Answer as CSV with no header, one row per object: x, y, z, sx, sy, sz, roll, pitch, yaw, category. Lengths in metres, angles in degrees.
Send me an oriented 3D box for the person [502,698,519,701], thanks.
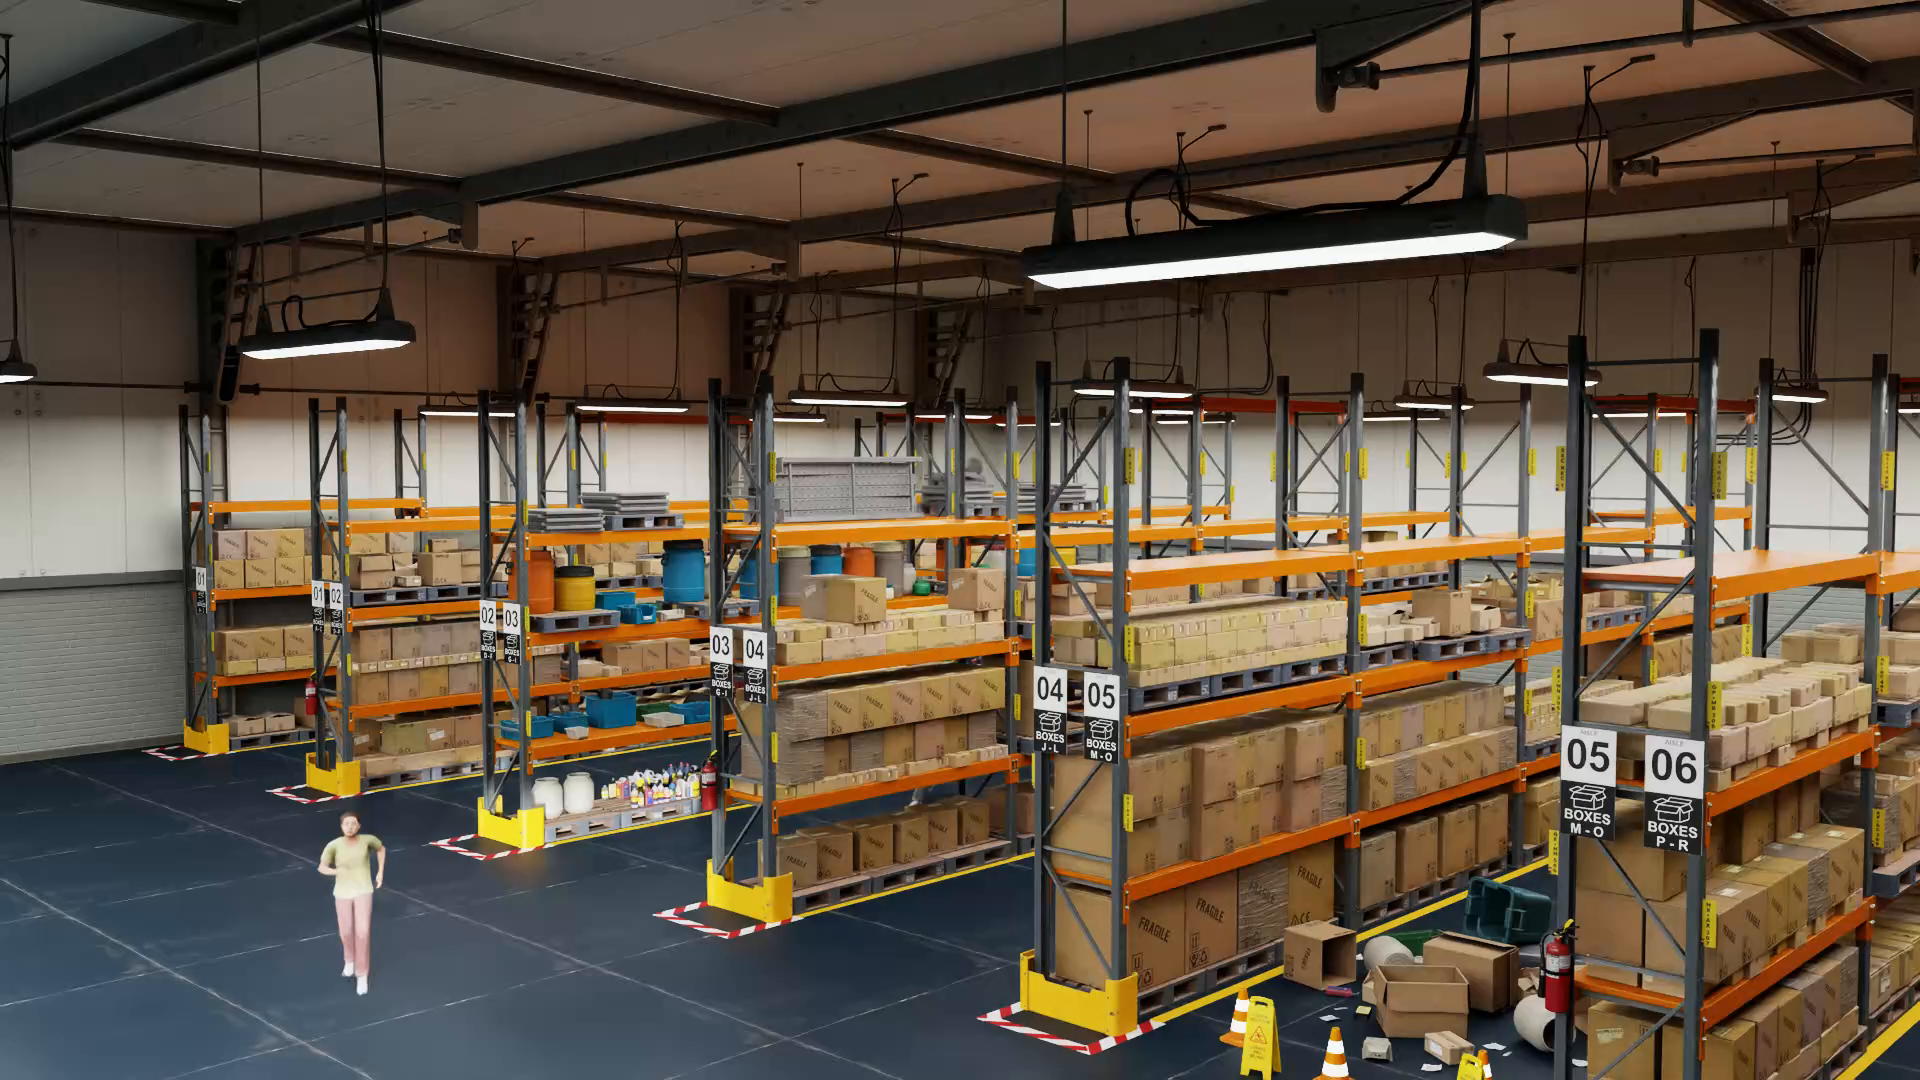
-8.221,2.788,30.389,0.645,1.589,0.623,2,4,32,person

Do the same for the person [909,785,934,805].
-0.488,3.072,24.415,0.585,1.639,0.673,2,3,29,person

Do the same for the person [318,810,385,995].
-5.894,3.472,16.129,0.591,1.731,0.758,-1,3,-15,person
